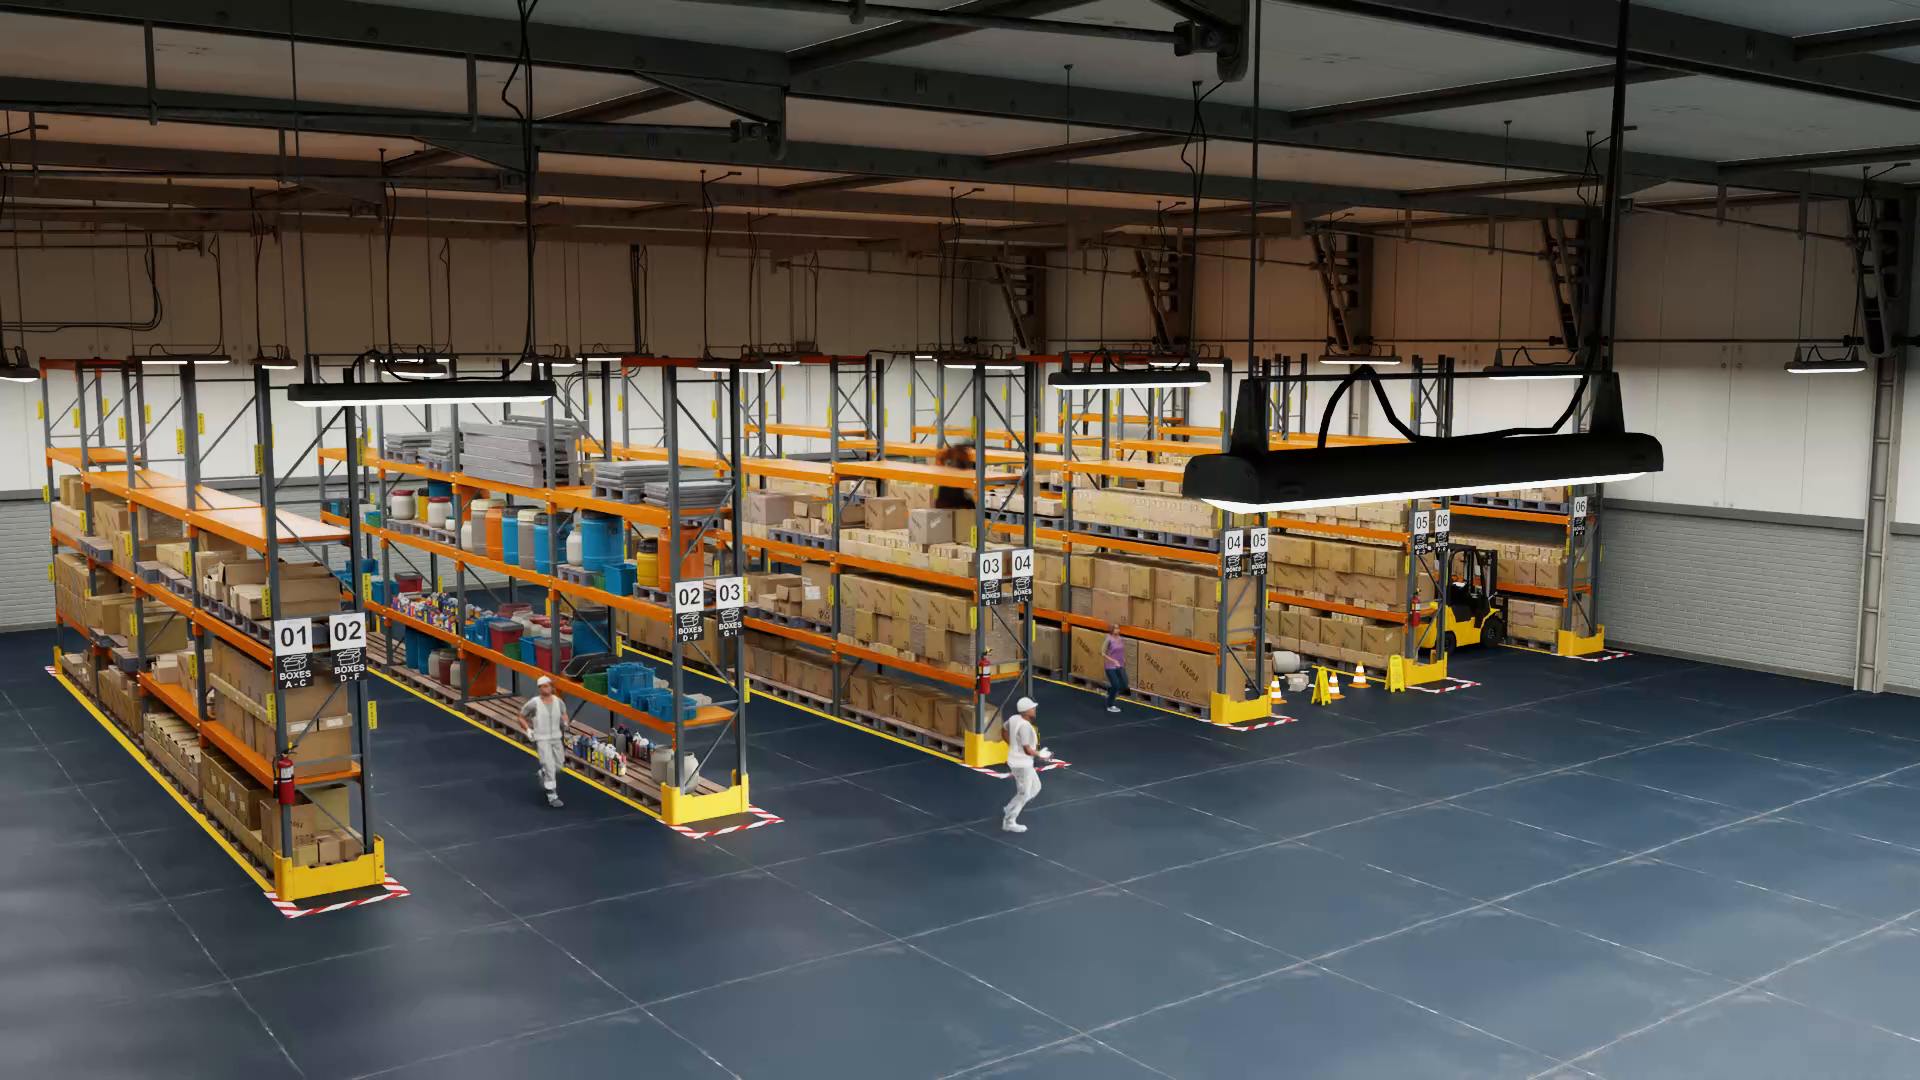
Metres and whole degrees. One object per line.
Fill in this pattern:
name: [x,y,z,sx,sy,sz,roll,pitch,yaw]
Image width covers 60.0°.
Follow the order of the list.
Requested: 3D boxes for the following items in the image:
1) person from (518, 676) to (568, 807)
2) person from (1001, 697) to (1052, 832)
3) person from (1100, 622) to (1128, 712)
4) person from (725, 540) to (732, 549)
person: [-5.663,2.732,22.762,0.668,1.760,0.868,-6,9,-40]
person: [0.856,2.891,21.468,0.629,1.755,0.694,-1,7,-6]
person: [2.625,2.164,28.318,0.512,1.554,0.530,-6,9,-40]
person: [-5.943,0.560,41.475,0.531,1.581,0.640,-2,7,-19]
